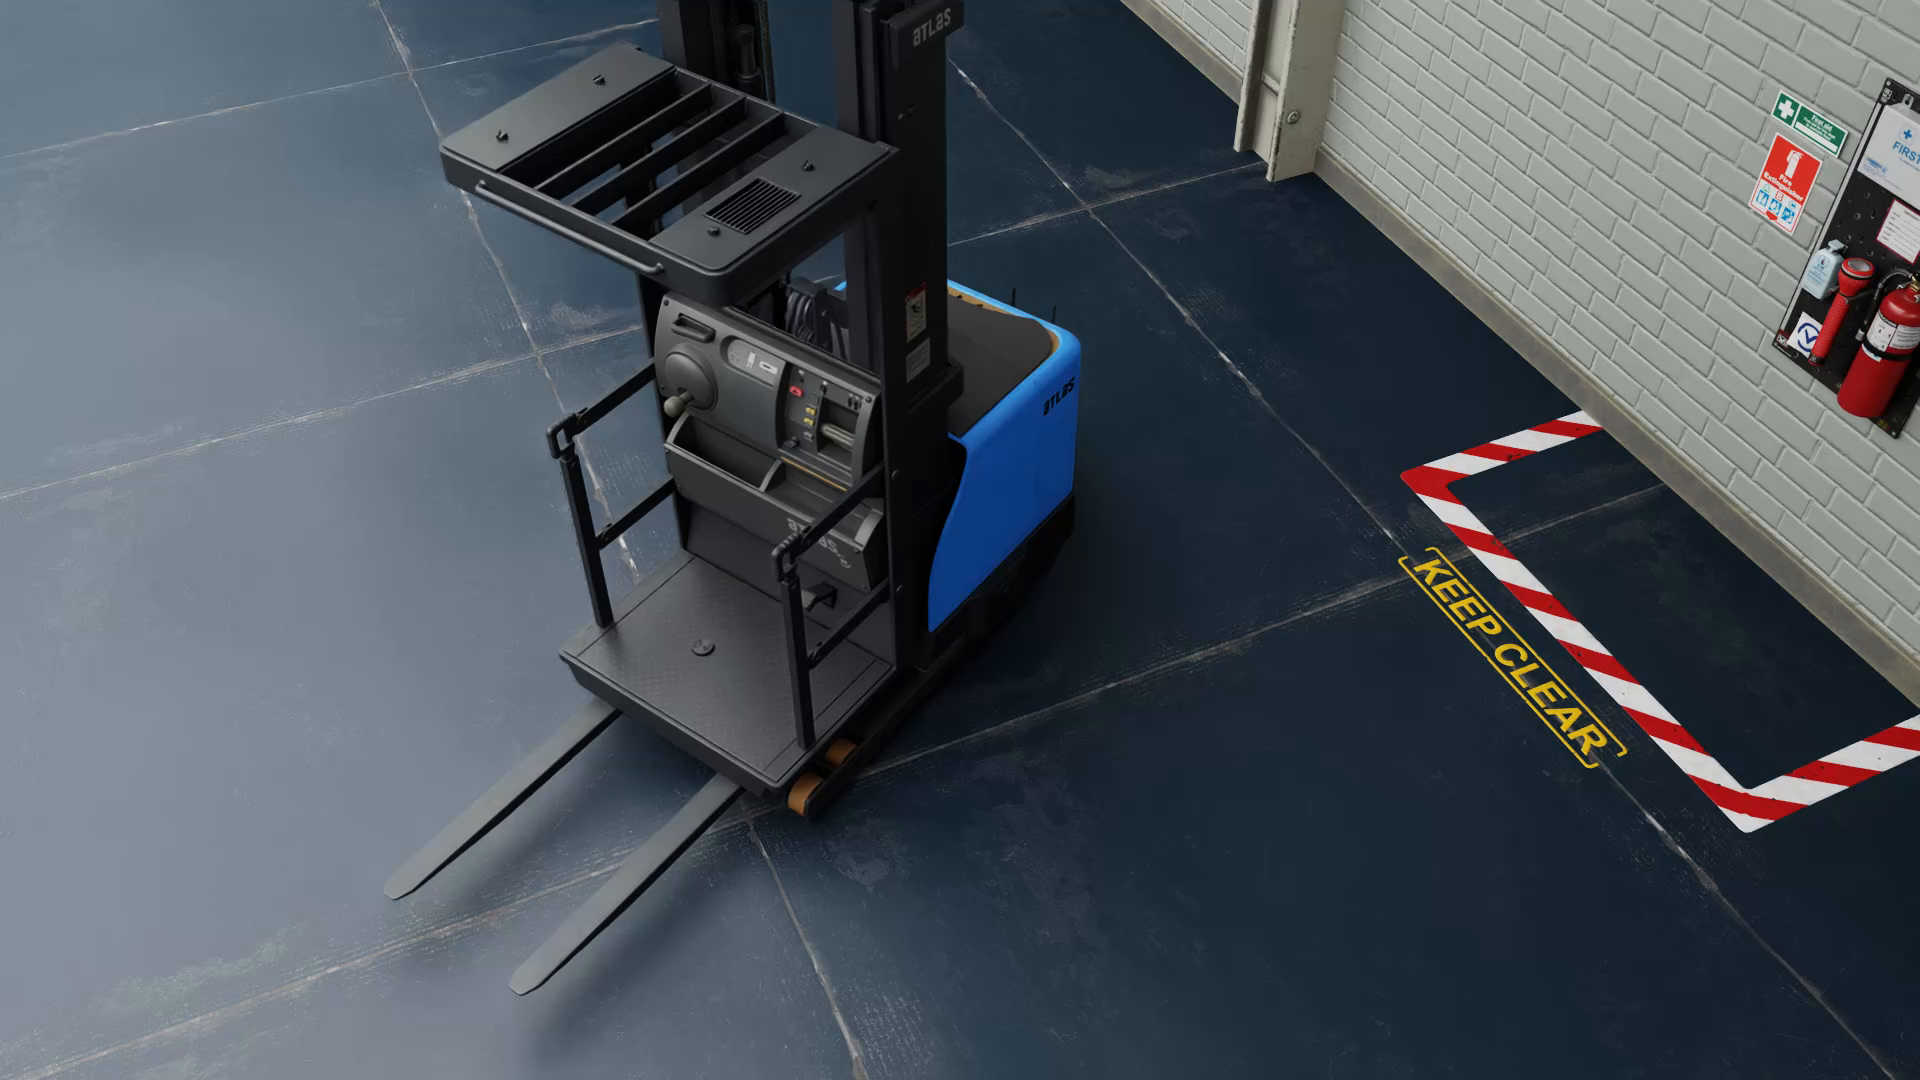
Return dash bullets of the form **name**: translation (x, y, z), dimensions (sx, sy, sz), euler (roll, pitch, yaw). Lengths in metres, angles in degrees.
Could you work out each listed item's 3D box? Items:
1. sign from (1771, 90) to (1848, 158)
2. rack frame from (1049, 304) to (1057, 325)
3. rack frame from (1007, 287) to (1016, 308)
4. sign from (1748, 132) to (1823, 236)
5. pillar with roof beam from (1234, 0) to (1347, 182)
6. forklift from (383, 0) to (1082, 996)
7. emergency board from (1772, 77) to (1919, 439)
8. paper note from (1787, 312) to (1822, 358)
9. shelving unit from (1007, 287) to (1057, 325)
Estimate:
- **sign**: translation (3.132, -1.538, 6.139), dimensions (0.001, 0.109, 0.331), euler (-18, 47, -17)
- **rack frame**: translation (0.323, -0.577, 7.062), dimensions (0.006, 0.900, 0.240), euler (27, 50, 25)
- **rack frame**: translation (0.159, -0.661, 7.147), dimensions (0.006, 0.900, 0.240), euler (27, 50, 25)
- **sign**: translation (3.139, -1.355, 6.331), dimensions (0.001, 0.329, 0.234), euler (-18, 47, -17)
- **pillar with roof beam**: translation (-2.147, -4.061, 4.828), dimensions (9.100, 9.000, 0.400), euler (-18, 47, -17)
- **forklift**: translation (-0.788, -0.422, 5.460), dimensions (1.130, 2.935, 3.031), euler (27, 51, 25)
- **emergency board**: translation (3.278, -0.960, 5.956), dimensions (0.194, 1.169, 0.643), euler (-18, 47, -17)
- **paper note**: translation (3.266, -0.779, 6.400), dimensions (0.016, 0.148, 0.142), euler (-18, 47, -17)
- **shelving unit**: translation (0.241, -0.619, 7.105), dimensions (0.210, 0.900, 0.258), euler (27, 50, 25)
